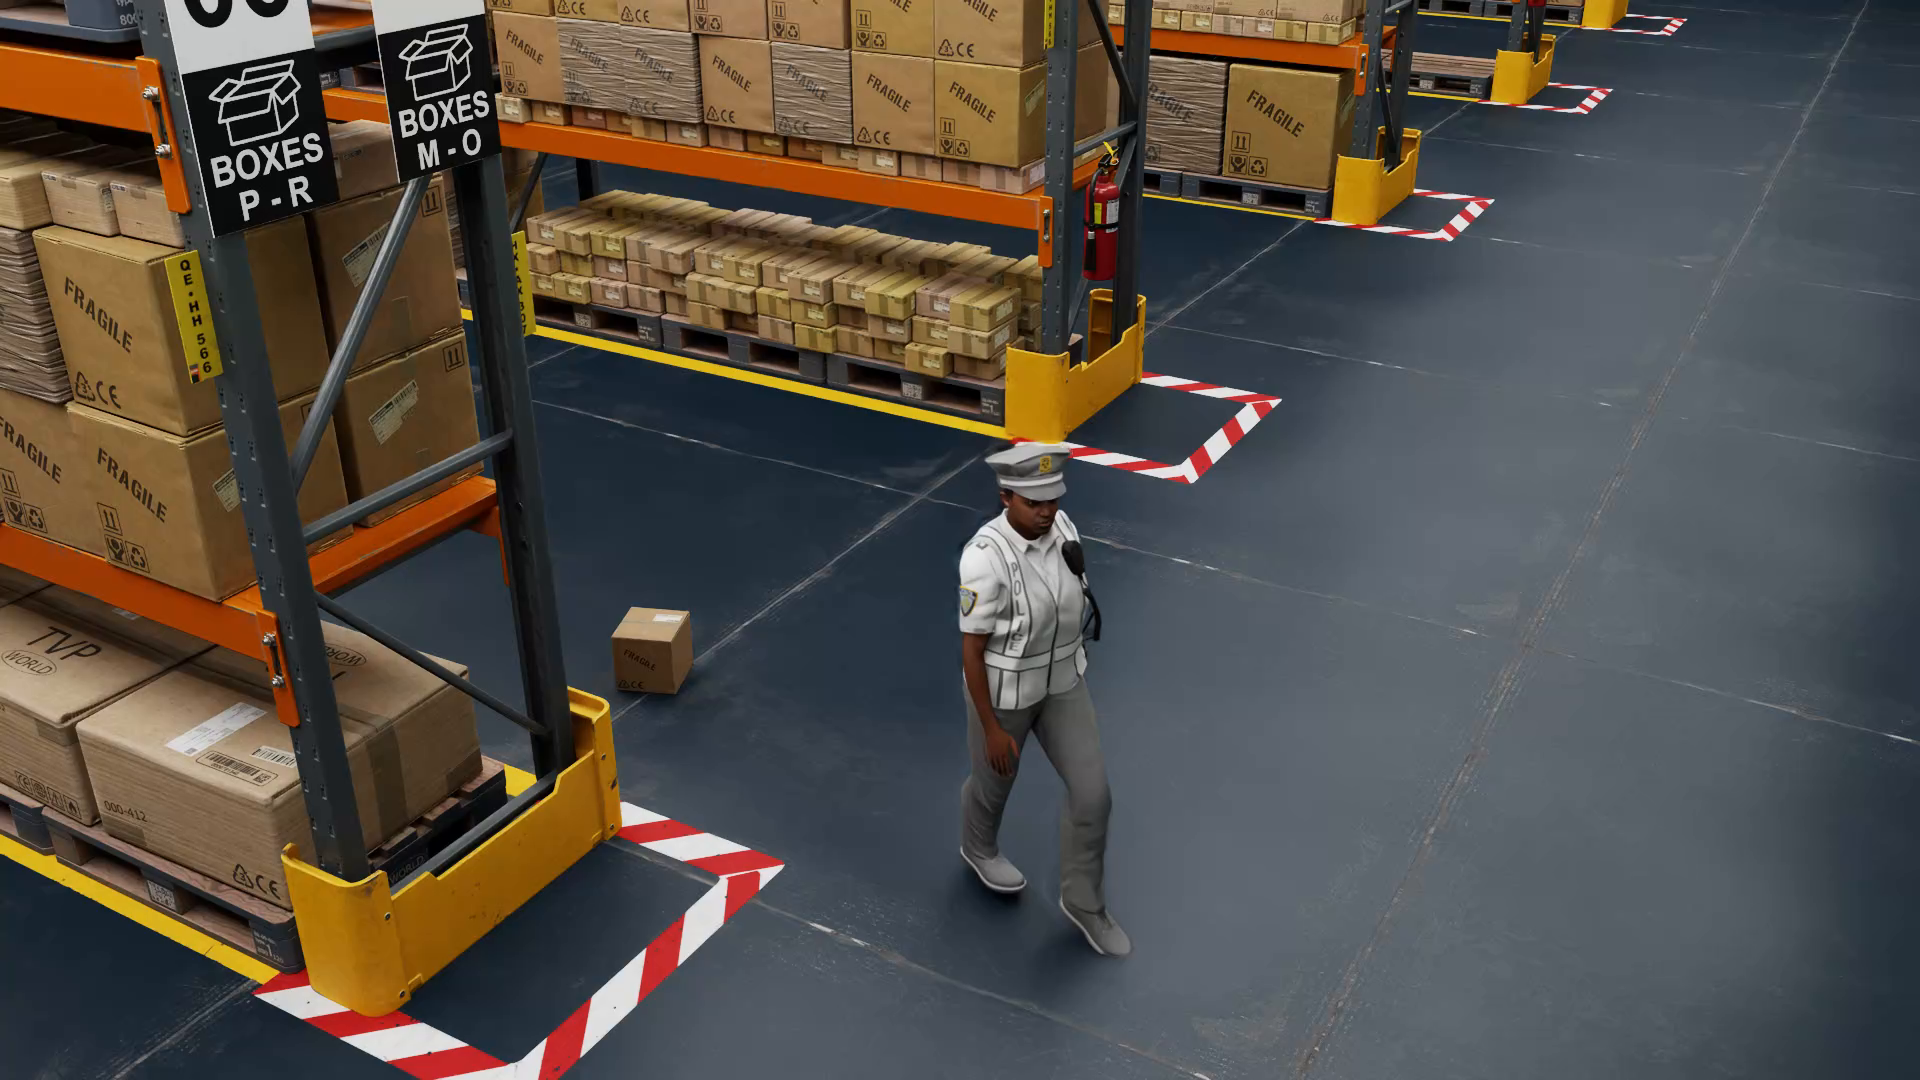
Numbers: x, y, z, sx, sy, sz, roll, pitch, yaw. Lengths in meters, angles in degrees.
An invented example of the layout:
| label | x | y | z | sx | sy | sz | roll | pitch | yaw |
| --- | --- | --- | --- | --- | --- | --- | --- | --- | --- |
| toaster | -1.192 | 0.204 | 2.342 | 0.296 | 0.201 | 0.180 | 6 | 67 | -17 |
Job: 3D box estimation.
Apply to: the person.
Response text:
| label | x | y | z | sx | sy | sz | roll | pitch | yaw |
| --- | --- | --- | --- | --- | --- | --- | --- | --- | --- |
| person | 0.204 | 0.502 | 5.118 | 0.472 | 1.729 | 0.696 | -16 | 31 | -29 |
